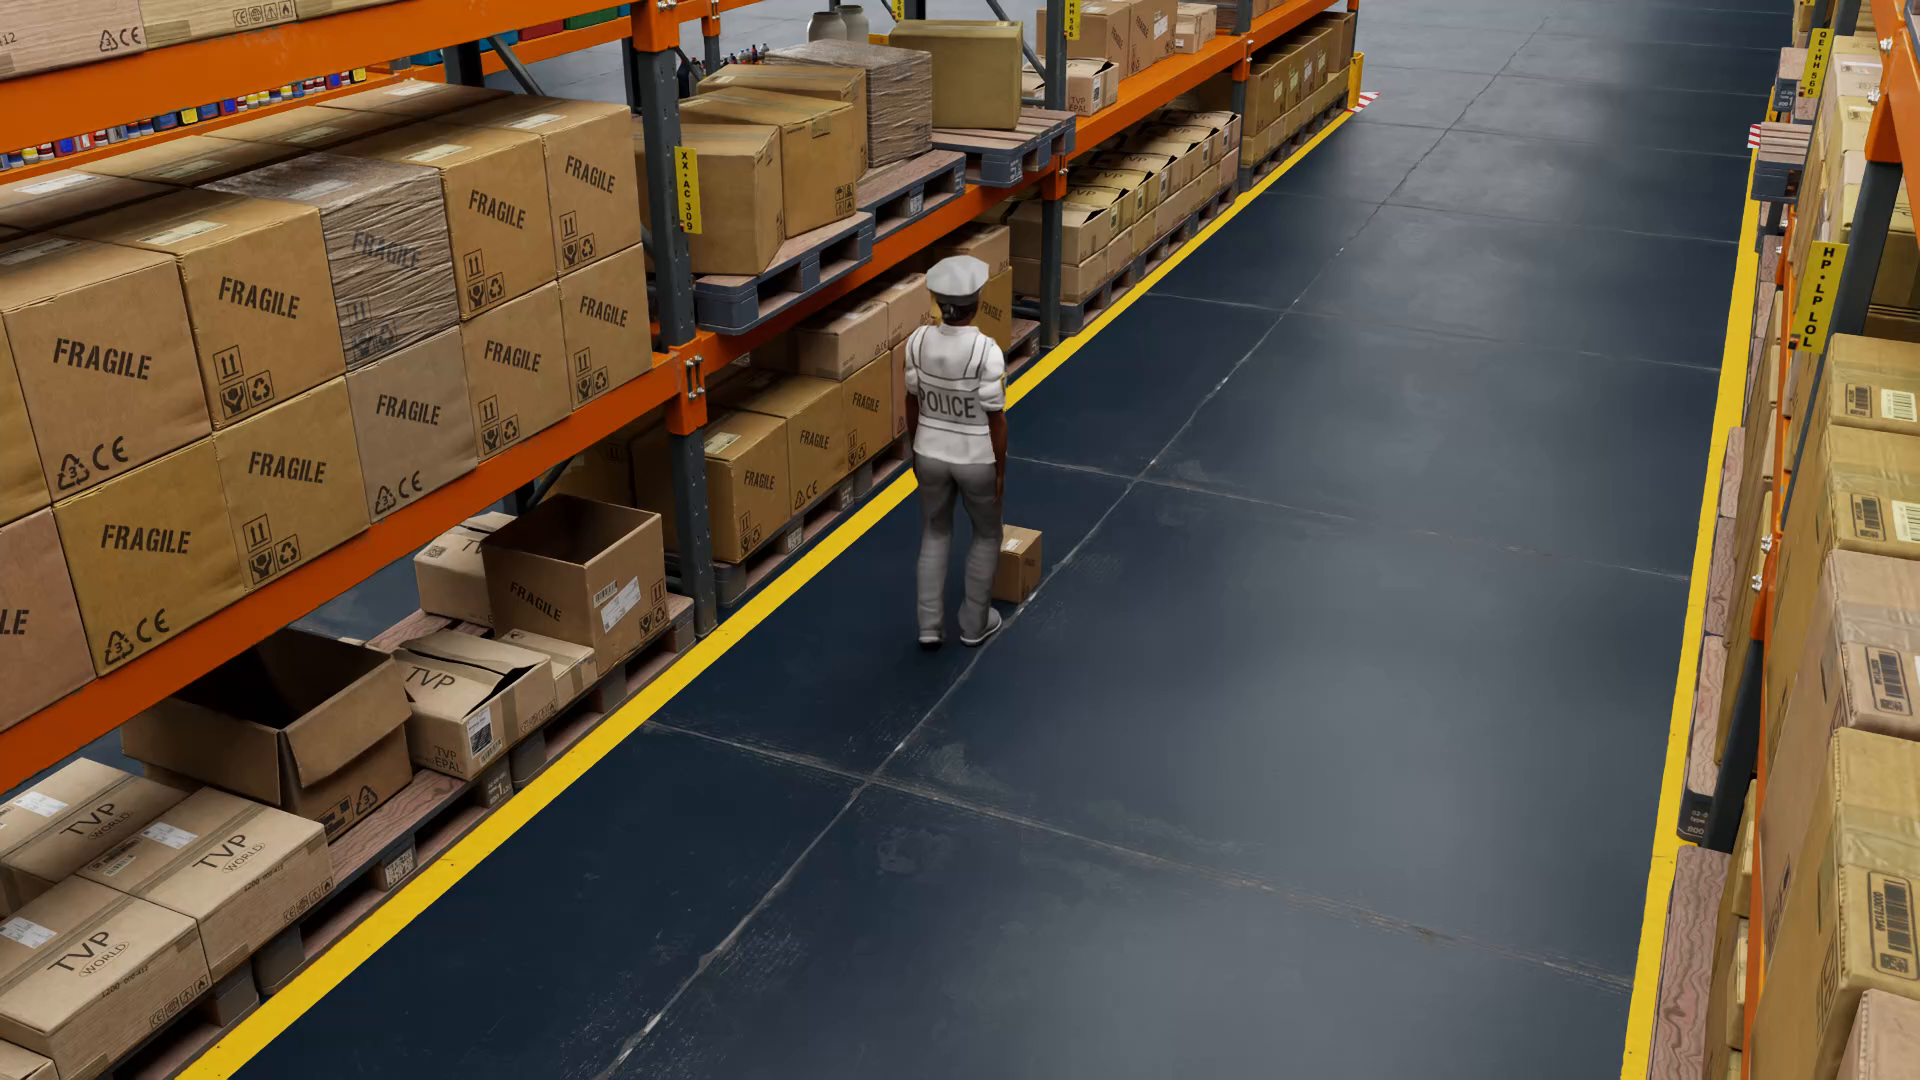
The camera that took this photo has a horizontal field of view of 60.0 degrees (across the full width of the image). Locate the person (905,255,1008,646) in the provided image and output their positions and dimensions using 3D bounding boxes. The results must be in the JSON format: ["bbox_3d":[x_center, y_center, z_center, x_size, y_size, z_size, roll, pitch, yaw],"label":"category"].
[{"bbox_3d":[-0.003,-0.311,6.810,0.456,1.736,0.406,11,29,22],"label":"person"}]
